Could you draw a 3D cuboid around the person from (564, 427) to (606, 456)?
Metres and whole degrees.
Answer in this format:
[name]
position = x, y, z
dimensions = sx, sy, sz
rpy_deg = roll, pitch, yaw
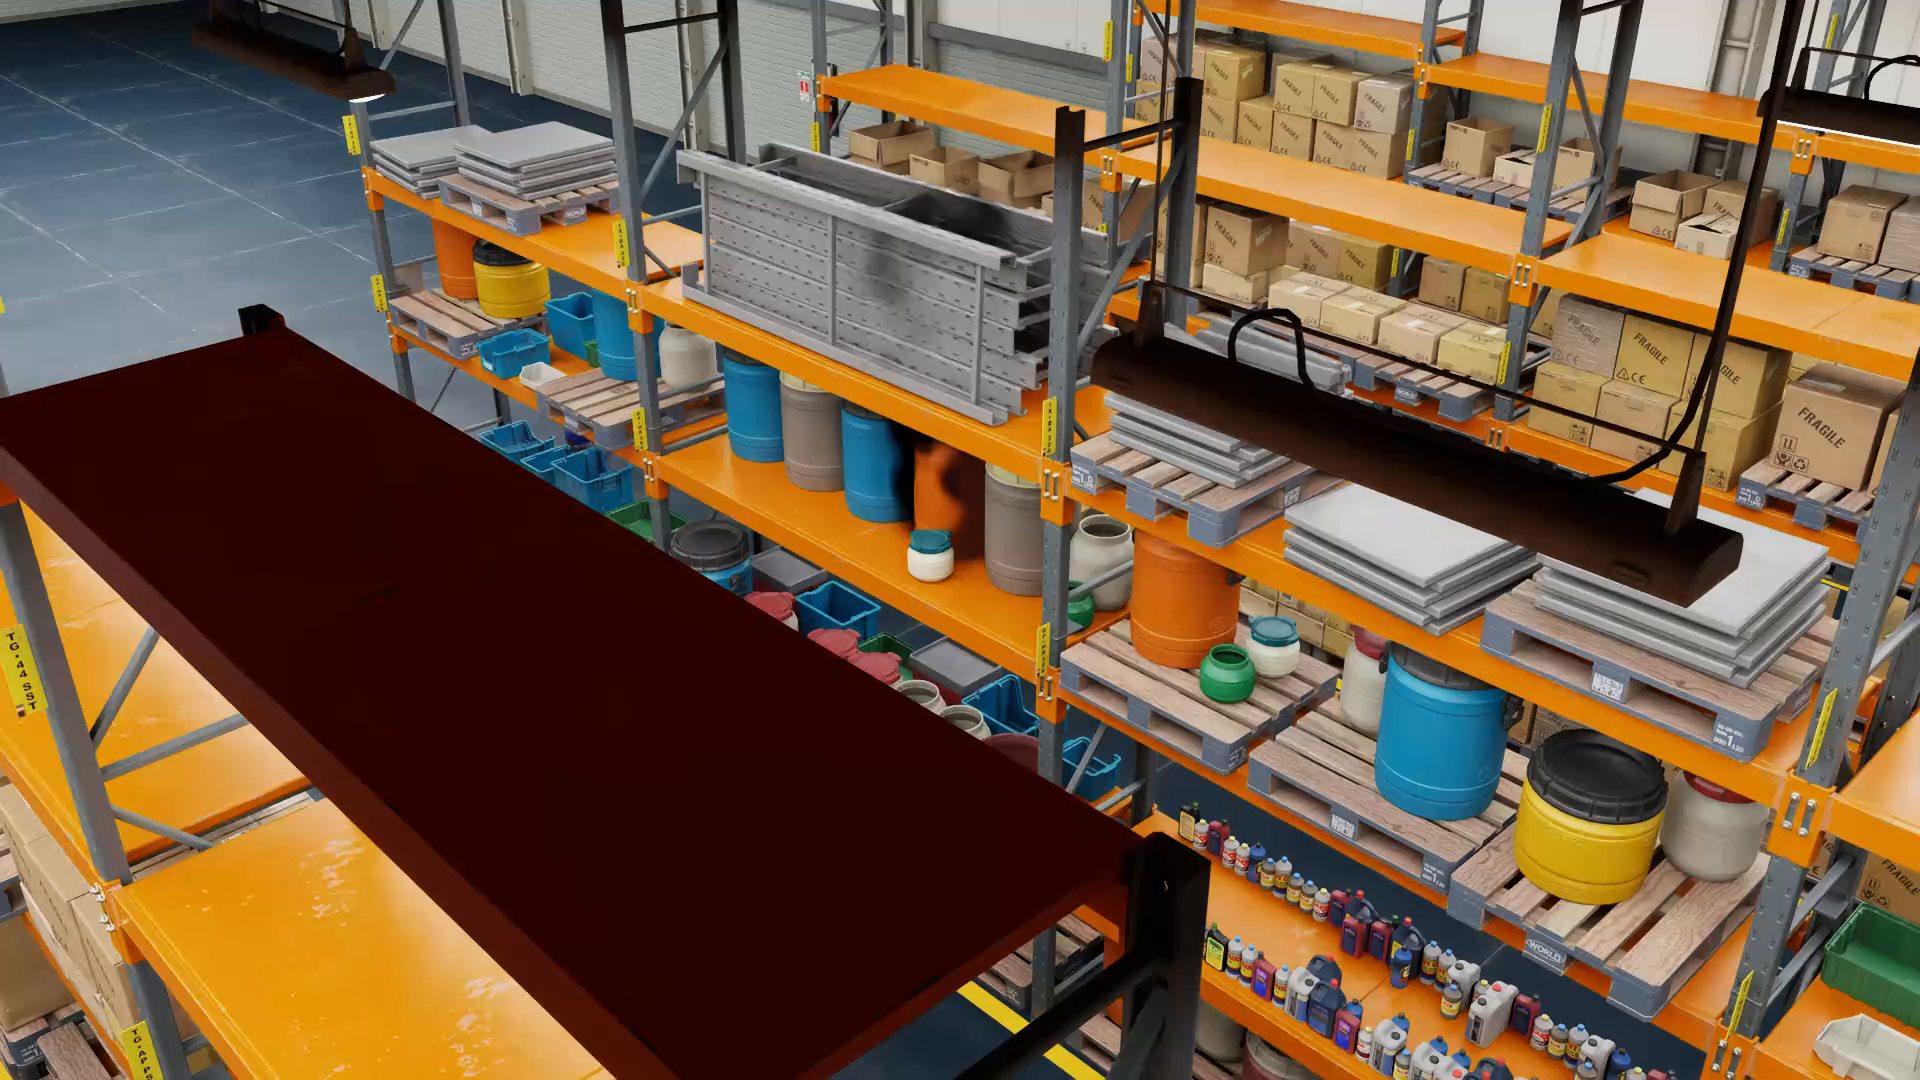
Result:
[person]
position = -3.770, -0.874, 16.817
dimensions = 0.523, 1.587, 0.646
rpy_deg = 11, 30, 20
